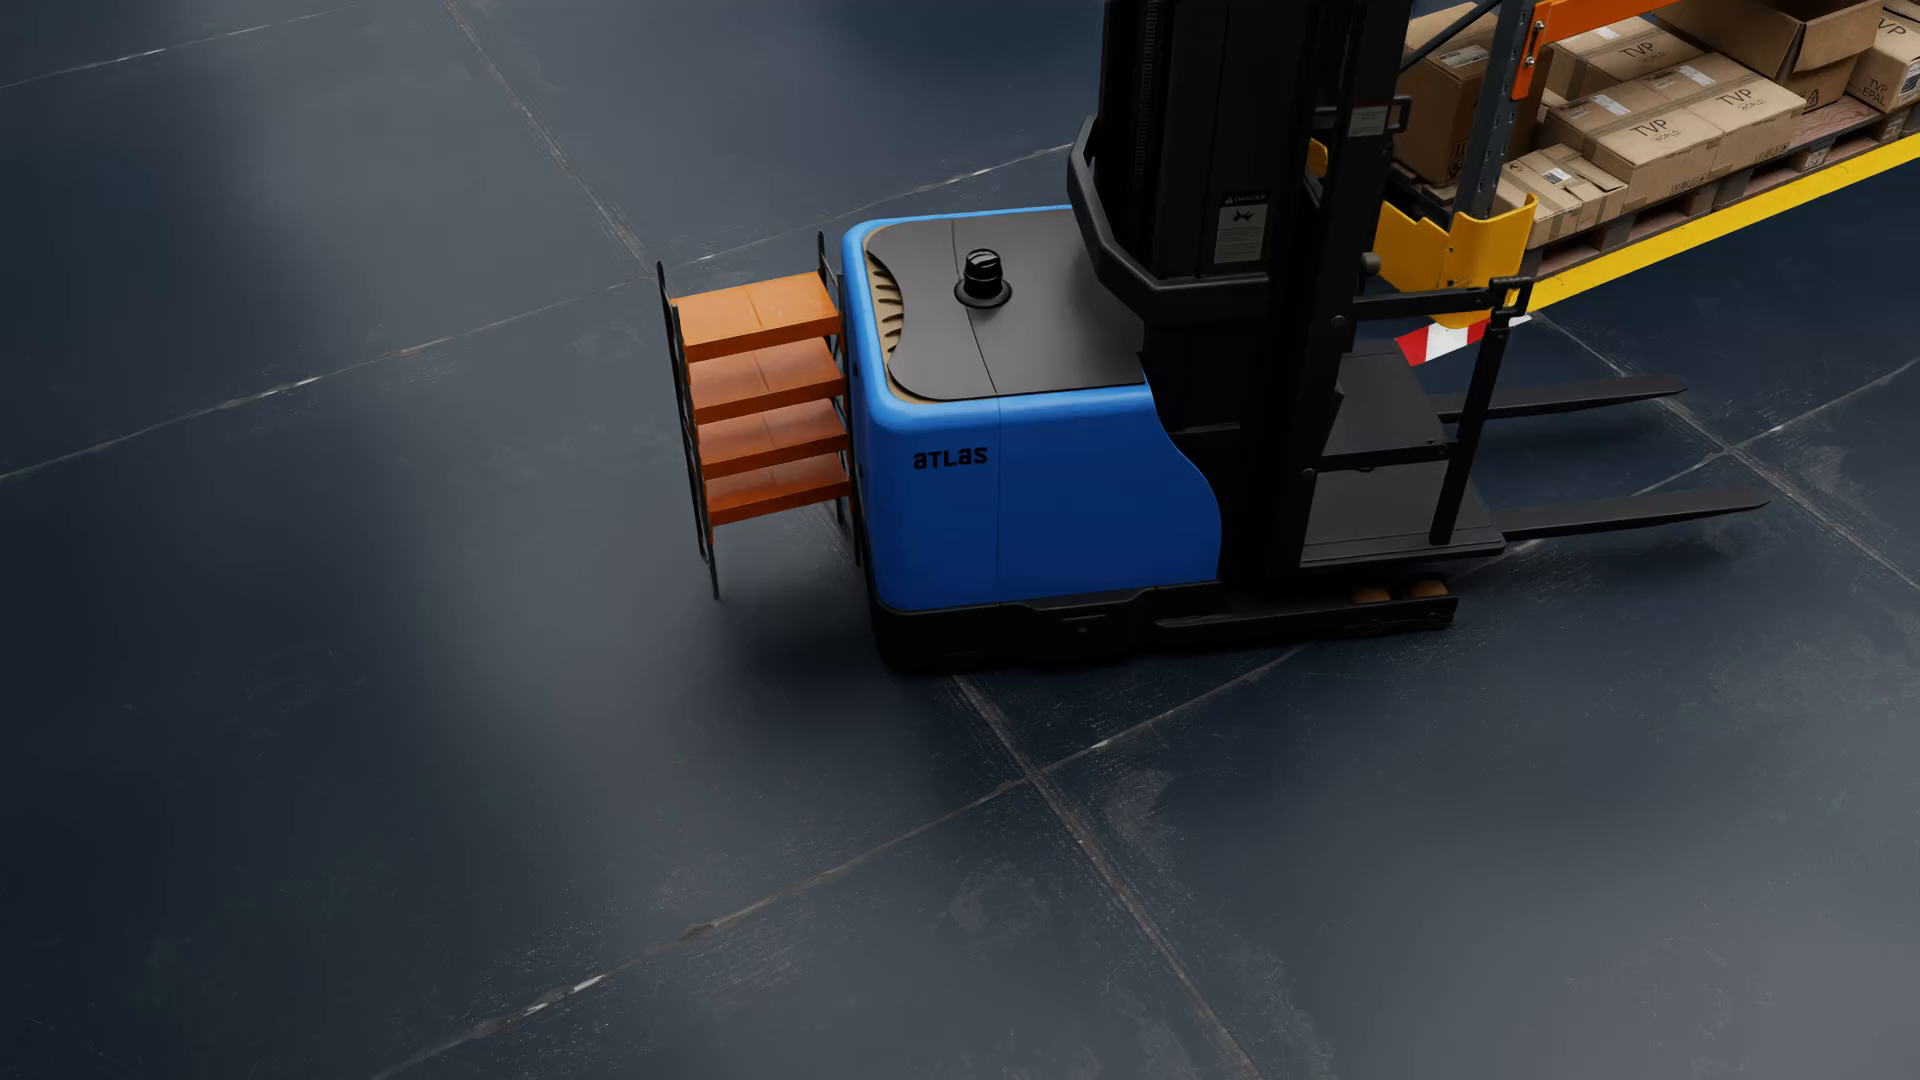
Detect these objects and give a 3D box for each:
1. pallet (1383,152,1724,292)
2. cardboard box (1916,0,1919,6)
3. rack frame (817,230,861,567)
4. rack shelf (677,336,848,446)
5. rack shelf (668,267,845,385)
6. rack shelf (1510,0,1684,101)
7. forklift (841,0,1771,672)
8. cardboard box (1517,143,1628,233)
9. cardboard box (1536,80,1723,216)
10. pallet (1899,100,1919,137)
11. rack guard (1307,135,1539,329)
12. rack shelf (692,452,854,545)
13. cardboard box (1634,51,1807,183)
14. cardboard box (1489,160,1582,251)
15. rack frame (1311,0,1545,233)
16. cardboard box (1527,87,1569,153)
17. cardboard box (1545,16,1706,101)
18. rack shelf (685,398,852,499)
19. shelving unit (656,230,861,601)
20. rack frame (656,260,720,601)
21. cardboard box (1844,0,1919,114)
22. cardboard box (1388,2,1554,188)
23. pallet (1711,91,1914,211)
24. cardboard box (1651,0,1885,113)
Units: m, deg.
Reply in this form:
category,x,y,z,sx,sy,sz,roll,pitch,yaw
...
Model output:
category,x,y,z,sx,sy,sz,roll,pitch,yaw
pallet,2.495,-1.587,7.234,1.213,0.211,1.003,-22,48,-21
cardboard box,4.854,-2.564,7.717,0.500,0.500,0.500,-22,48,-21
rack frame,-0.383,-0.419,5.320,0.015,1.200,0.240,-13,46,-13
rack shelf,-0.614,-0.476,5.154,0.480,0.148,0.258,-13,46,-13
rack shelf,-0.614,-0.646,4.989,0.480,0.148,0.258,-13,46,-13
rack shelf,3.473,-2.720,6.915,4.000,0.370,1.077,-22,48,-21
forklift,1.172,-1.102,4.781,3.031,2.935,1.130,-6,44,-6
cardboard box,2.490,-1.450,6.808,0.250,0.166,0.380,-22,48,-21
cardboard box,2.785,-1.646,6.951,0.500,0.250,0.500,-22,48,-21
pallet,4.611,-2.433,8.106,1.213,0.211,1.003,-22,48,-21
rack guard,1.805,-1.413,6.847,0.348,0.500,1.175,-22,48,-21
rack shelf,-0.614,-0.173,5.448,0.480,0.148,0.258,-13,46,-13
cardboard box,3.218,-1.819,7.129,0.500,0.250,0.500,-22,48,-21
cardboard box,2.273,-1.357,6.725,0.250,0.149,0.380,-22,48,-21
rack frame,1.739,-2.284,5.950,0.127,3.000,1.000,-22,48,-21
cardboard box,2.483,-1.849,7.220,0.250,0.166,0.380,-22,48,-21
cardboard box,2.926,-2.104,7.423,0.500,0.250,0.500,-22,48,-21
rack shelf,-0.614,-0.315,5.310,0.480,0.148,0.258,-13,46,-13
shelving unit,-0.614,-0.364,5.263,0.503,1.200,0.258,-13,46,-13
rack frame,-0.845,-0.309,5.207,0.015,1.200,0.240,-13,46,-13
cardboard box,4.204,-2.236,7.515,0.500,0.311,0.500,-22,48,-21
cardboard box,2.087,-1.882,7.015,0.500,0.500,0.500,-22,48,-21
pallet,3.552,-2.007,7.667,1.213,0.211,1.003,-22,48,-21
cardboard box,3.580,-2.279,7.421,0.637,0.503,0.797,-22,48,-21
